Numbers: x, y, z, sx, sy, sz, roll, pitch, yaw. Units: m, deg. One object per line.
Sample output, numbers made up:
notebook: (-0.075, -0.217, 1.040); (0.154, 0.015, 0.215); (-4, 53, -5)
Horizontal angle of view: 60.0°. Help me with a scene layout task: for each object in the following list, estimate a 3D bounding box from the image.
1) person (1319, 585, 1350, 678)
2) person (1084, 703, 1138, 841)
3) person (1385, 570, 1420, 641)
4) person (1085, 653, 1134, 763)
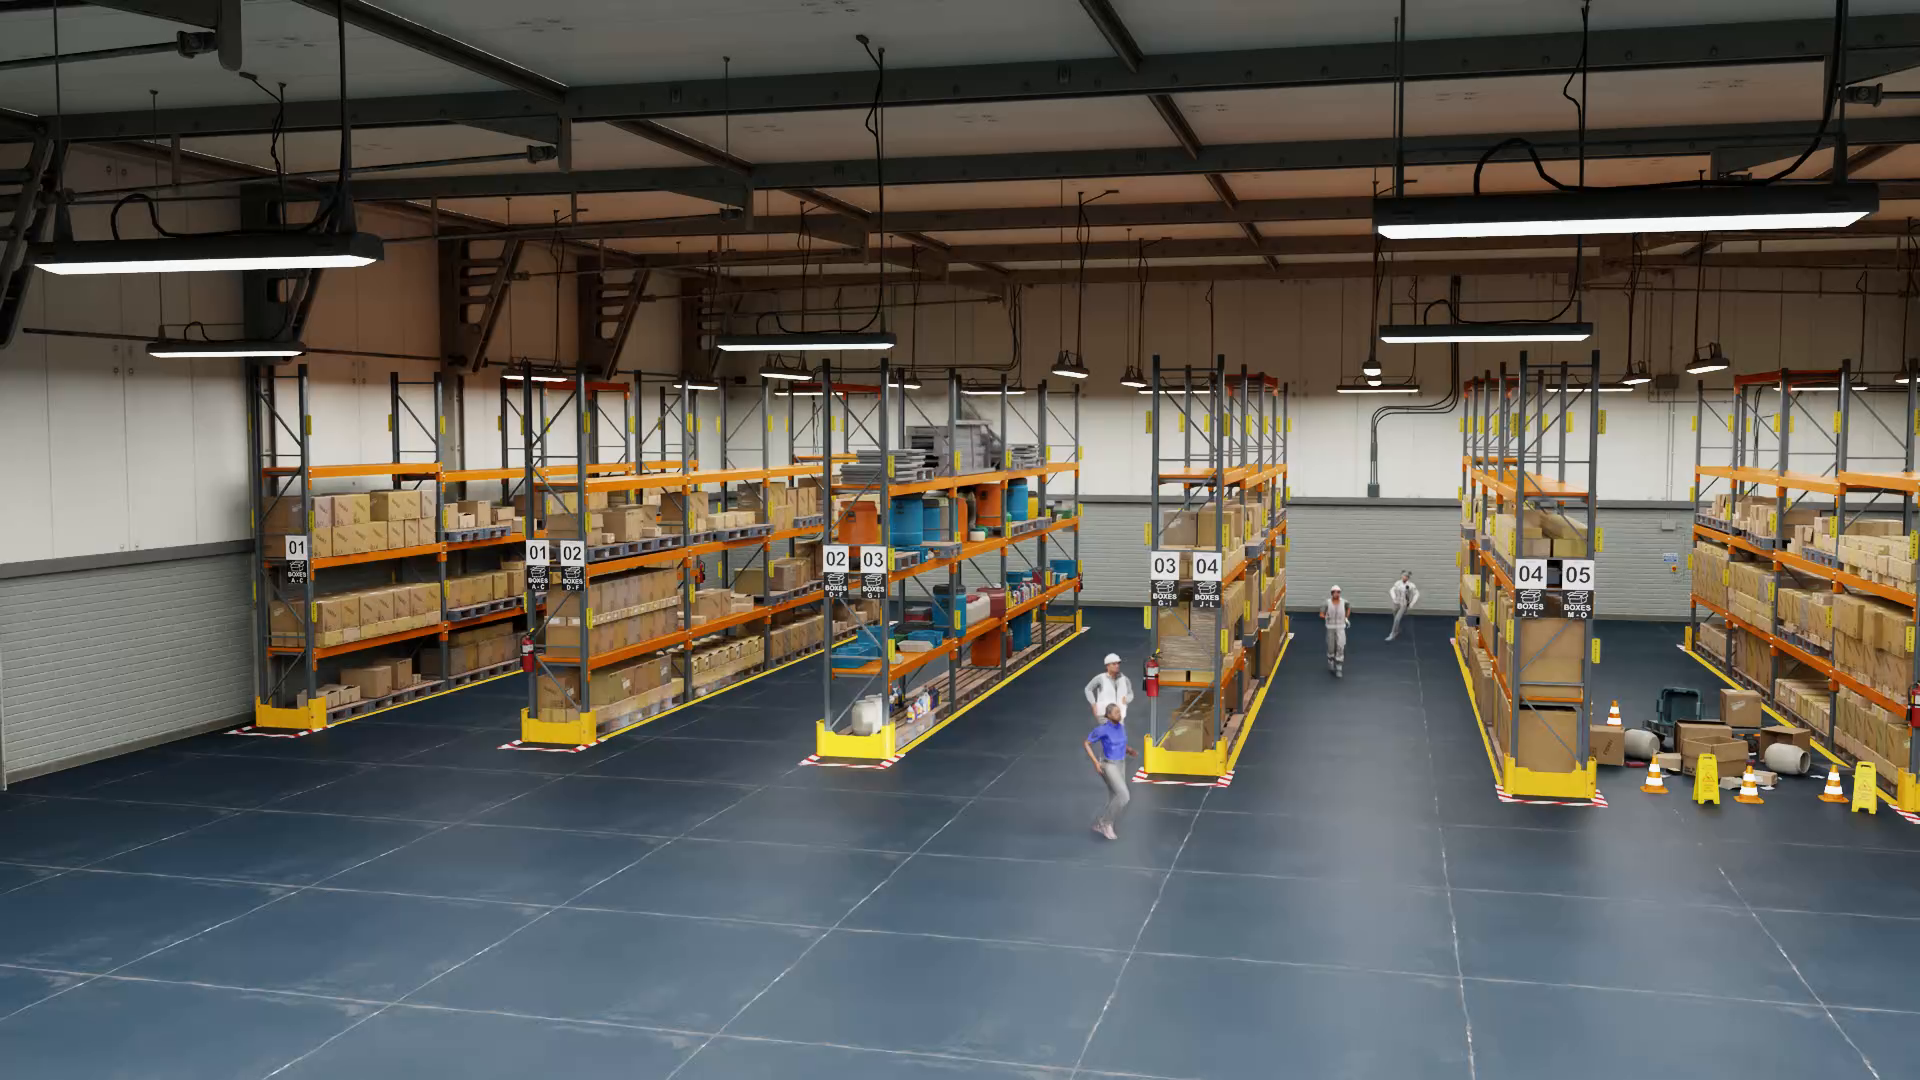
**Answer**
person: (7.515, 1.807, 33.342); (0.613, 1.823, 0.894); (1, 4, 11)
person: (1.862, 2.796, 20.074); (0.676, 1.653, 0.541); (3, 5, 39)
person: (10.270, 1.508, 38.569); (0.703, 1.647, 0.864); (3, 5, 39)
person: (2.136, 2.492, 23.404); (0.647, 1.799, 0.749); (-2, 4, -22)
